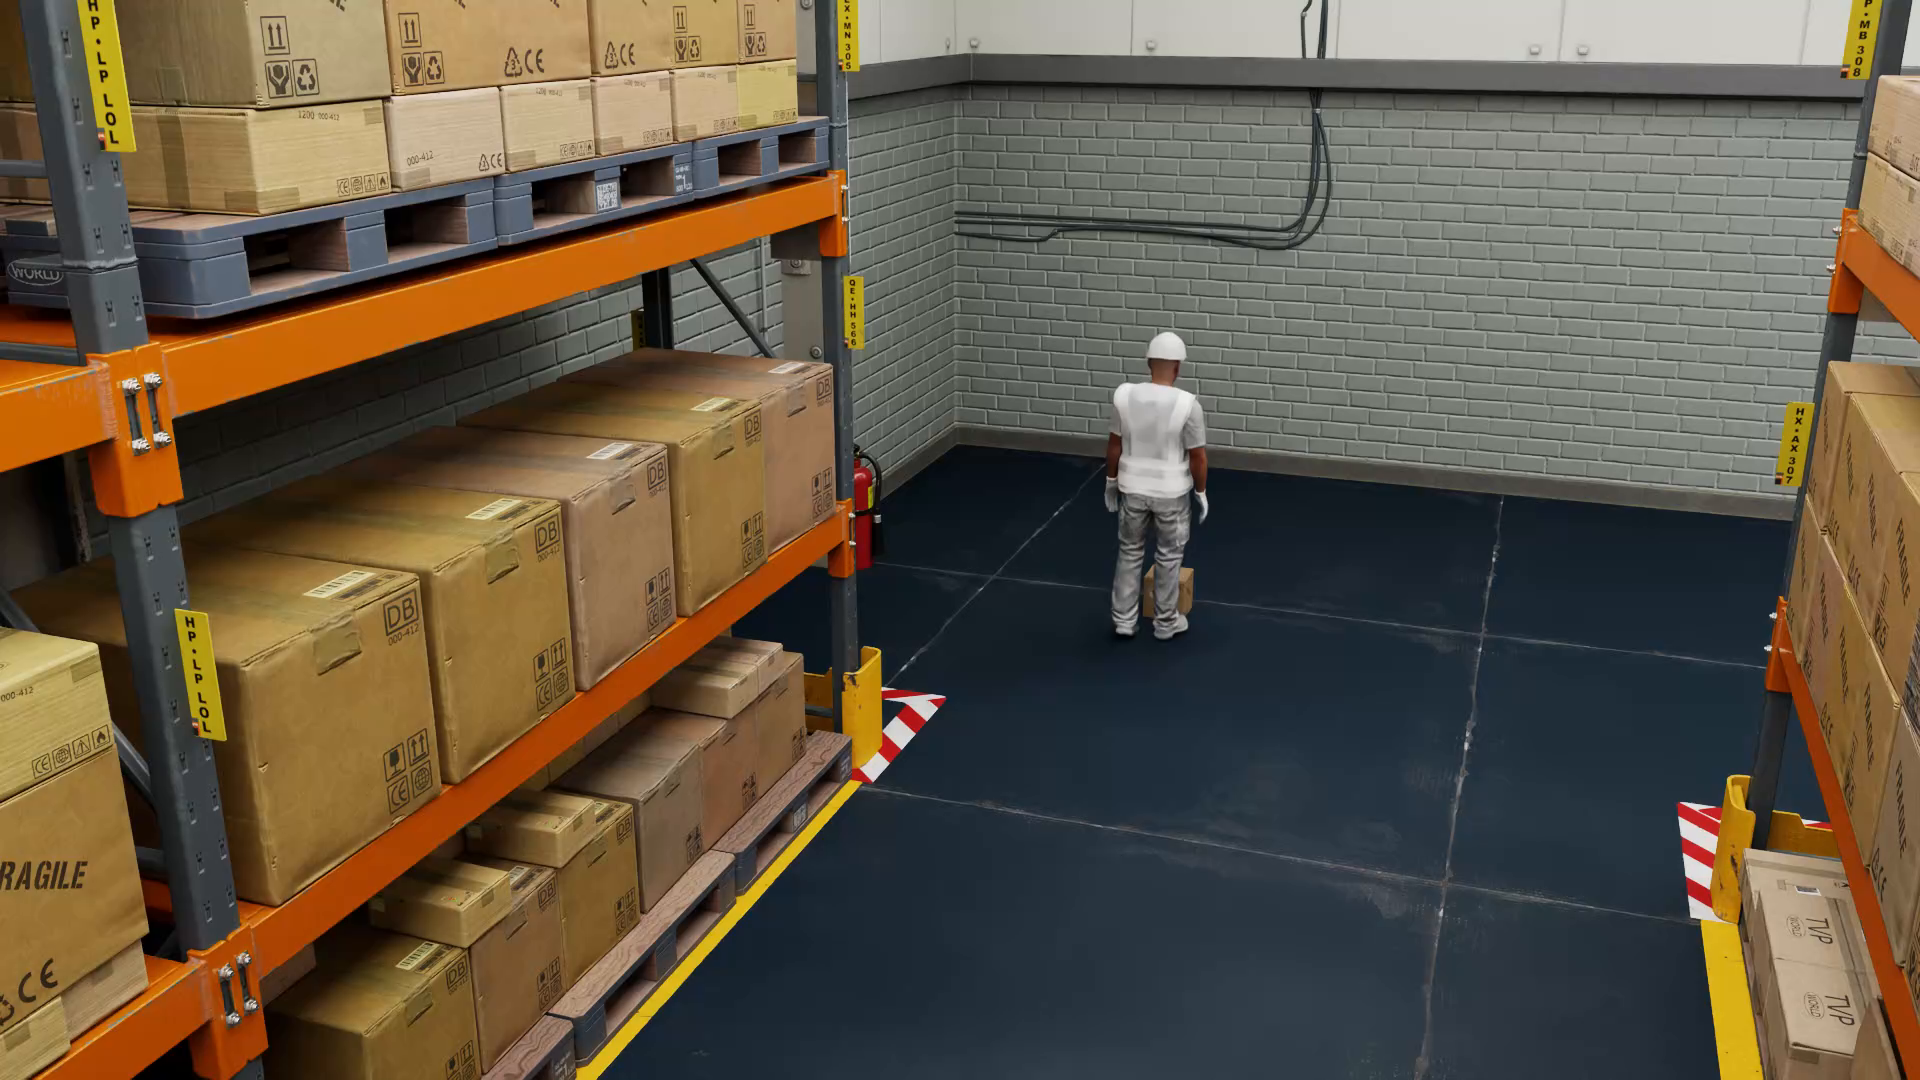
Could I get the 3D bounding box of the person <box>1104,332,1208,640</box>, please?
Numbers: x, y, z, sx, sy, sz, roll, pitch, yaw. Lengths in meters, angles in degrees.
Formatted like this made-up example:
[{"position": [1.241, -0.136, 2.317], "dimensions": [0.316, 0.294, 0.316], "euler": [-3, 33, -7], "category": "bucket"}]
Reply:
[{"position": [1.122, -0.271, 9.357], "dimensions": [0.590, 1.836, 0.485], "euler": [9, 20, 24], "category": "person"}]
